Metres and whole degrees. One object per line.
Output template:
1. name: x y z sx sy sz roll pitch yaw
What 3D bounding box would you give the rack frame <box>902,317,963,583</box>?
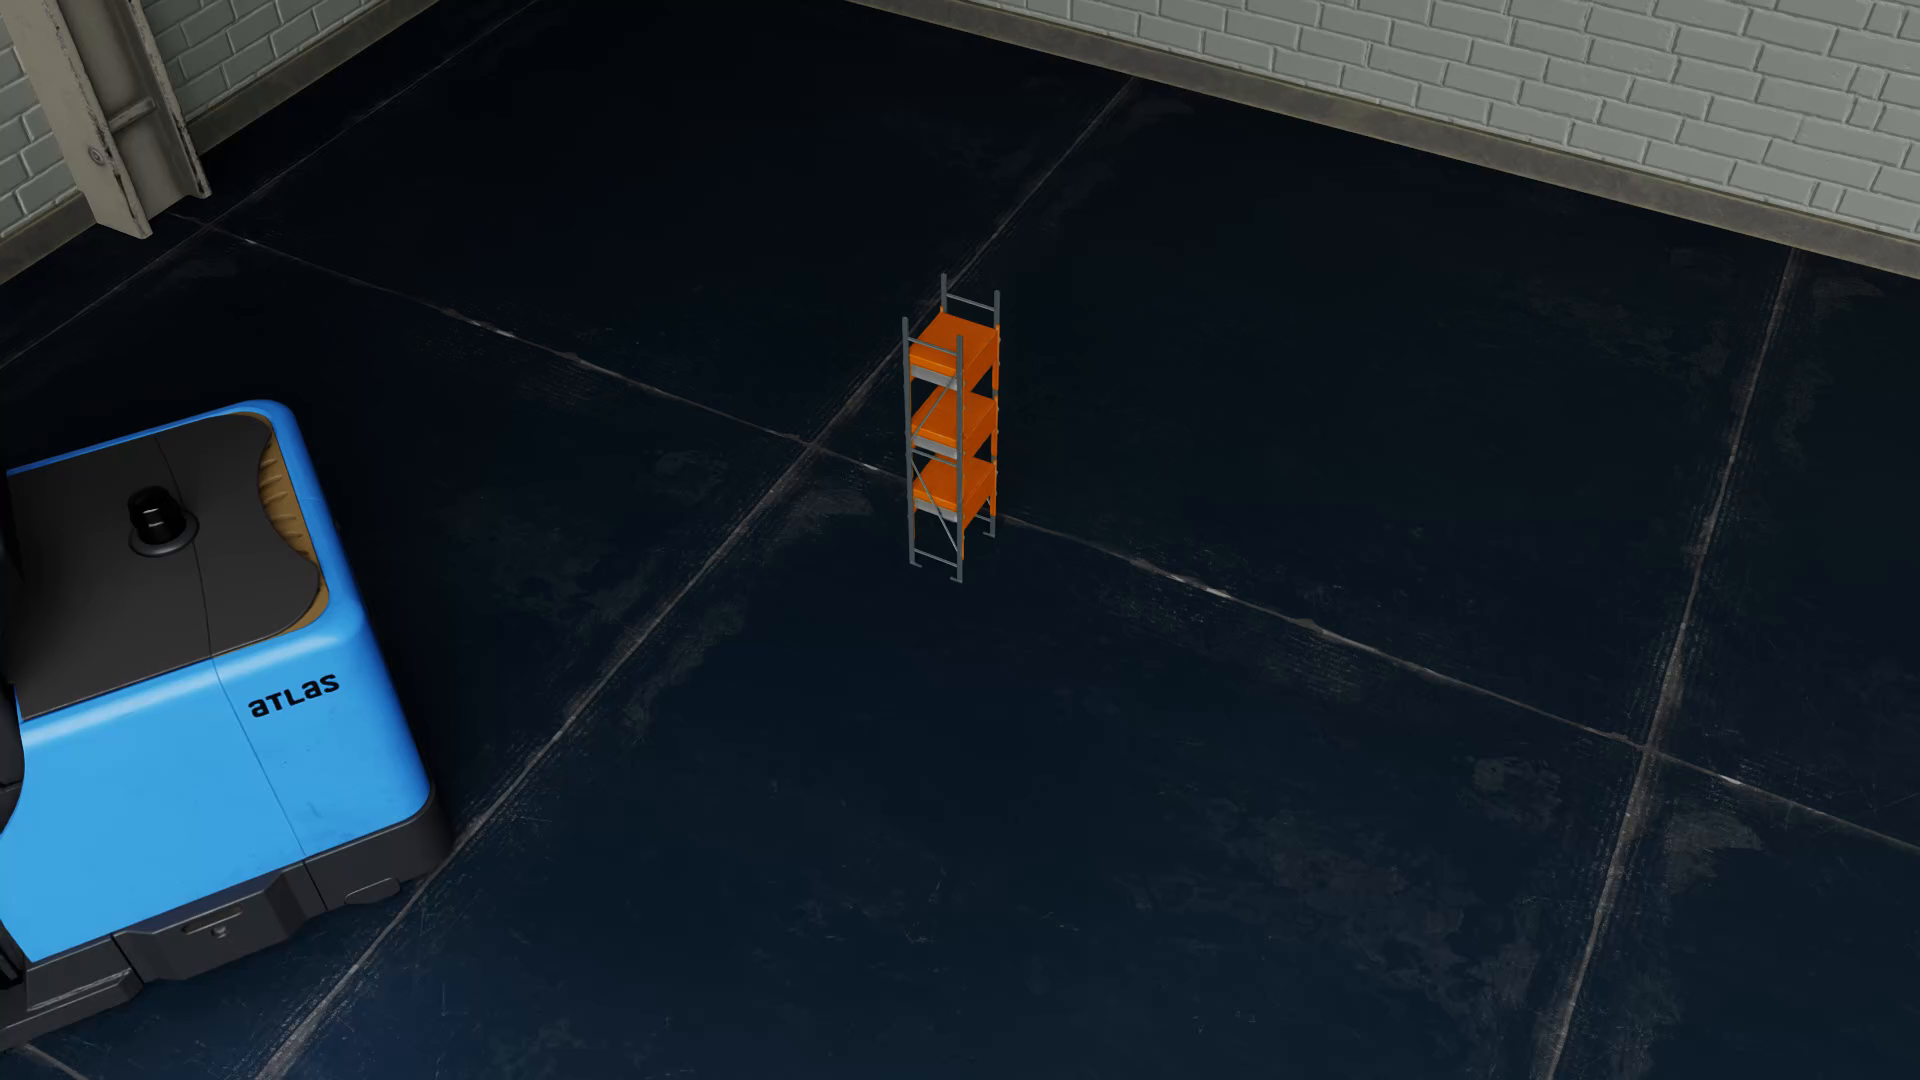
1. rack frame: -0.081 -0.258 5.267 0.200 1.050 0.008 20 49 19

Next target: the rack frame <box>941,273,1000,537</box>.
1. rack frame: 0.032 -0.412 5.419 0.200 1.050 0.008 20 49 19

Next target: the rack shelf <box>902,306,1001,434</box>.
1. rack shelf: -0.025 -0.527 5.149 0.215 0.259 0.240 20 49 19

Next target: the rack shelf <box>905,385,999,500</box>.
1. rack shelf: -0.025 -0.328 5.351 0.215 0.259 0.240 20 49 19

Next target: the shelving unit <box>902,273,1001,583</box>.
1. shelving unit: -0.025 -0.335 5.343 0.215 1.050 0.252 20 49 19

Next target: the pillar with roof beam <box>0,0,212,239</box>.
1. pillar with roof beam: 0.331 -3.182 2.568 9.100 9.000 0.400 20 49 19

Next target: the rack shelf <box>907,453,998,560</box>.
1. rack shelf: -0.025 -0.133 5.548 0.215 0.259 0.240 20 49 19

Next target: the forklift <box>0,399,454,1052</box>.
1. forklift: -3.007 0.094 3.597 3.031 2.935 1.130 -20 49 -19
